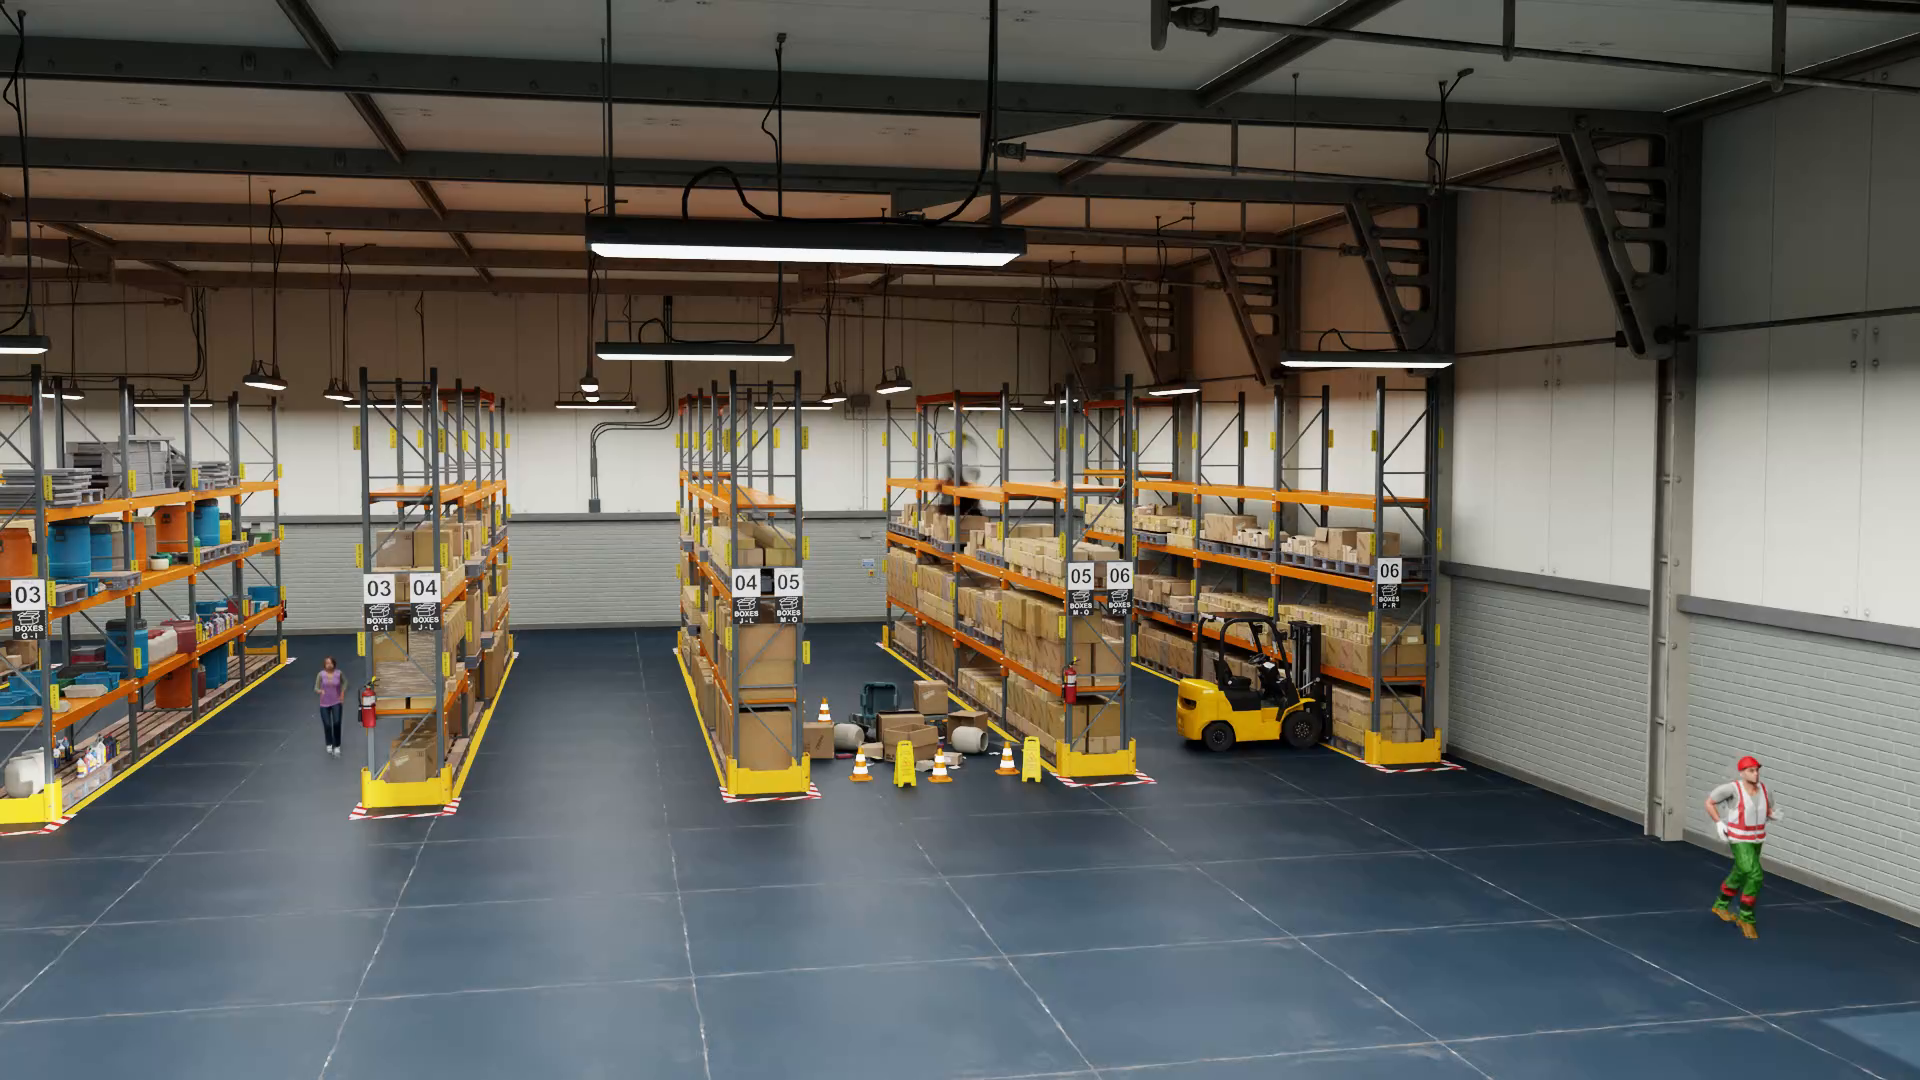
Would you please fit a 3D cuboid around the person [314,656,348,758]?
[{"bbox_3d":[-9.974,2.644,26.363,0.490,1.625,0.711,-1,4,-17],"label":"person"}]

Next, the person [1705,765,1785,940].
[{"bbox_3d":[8.023,3.137,16.961,0.616,1.804,0.779,-1,4,-21],"label":"person"}]
